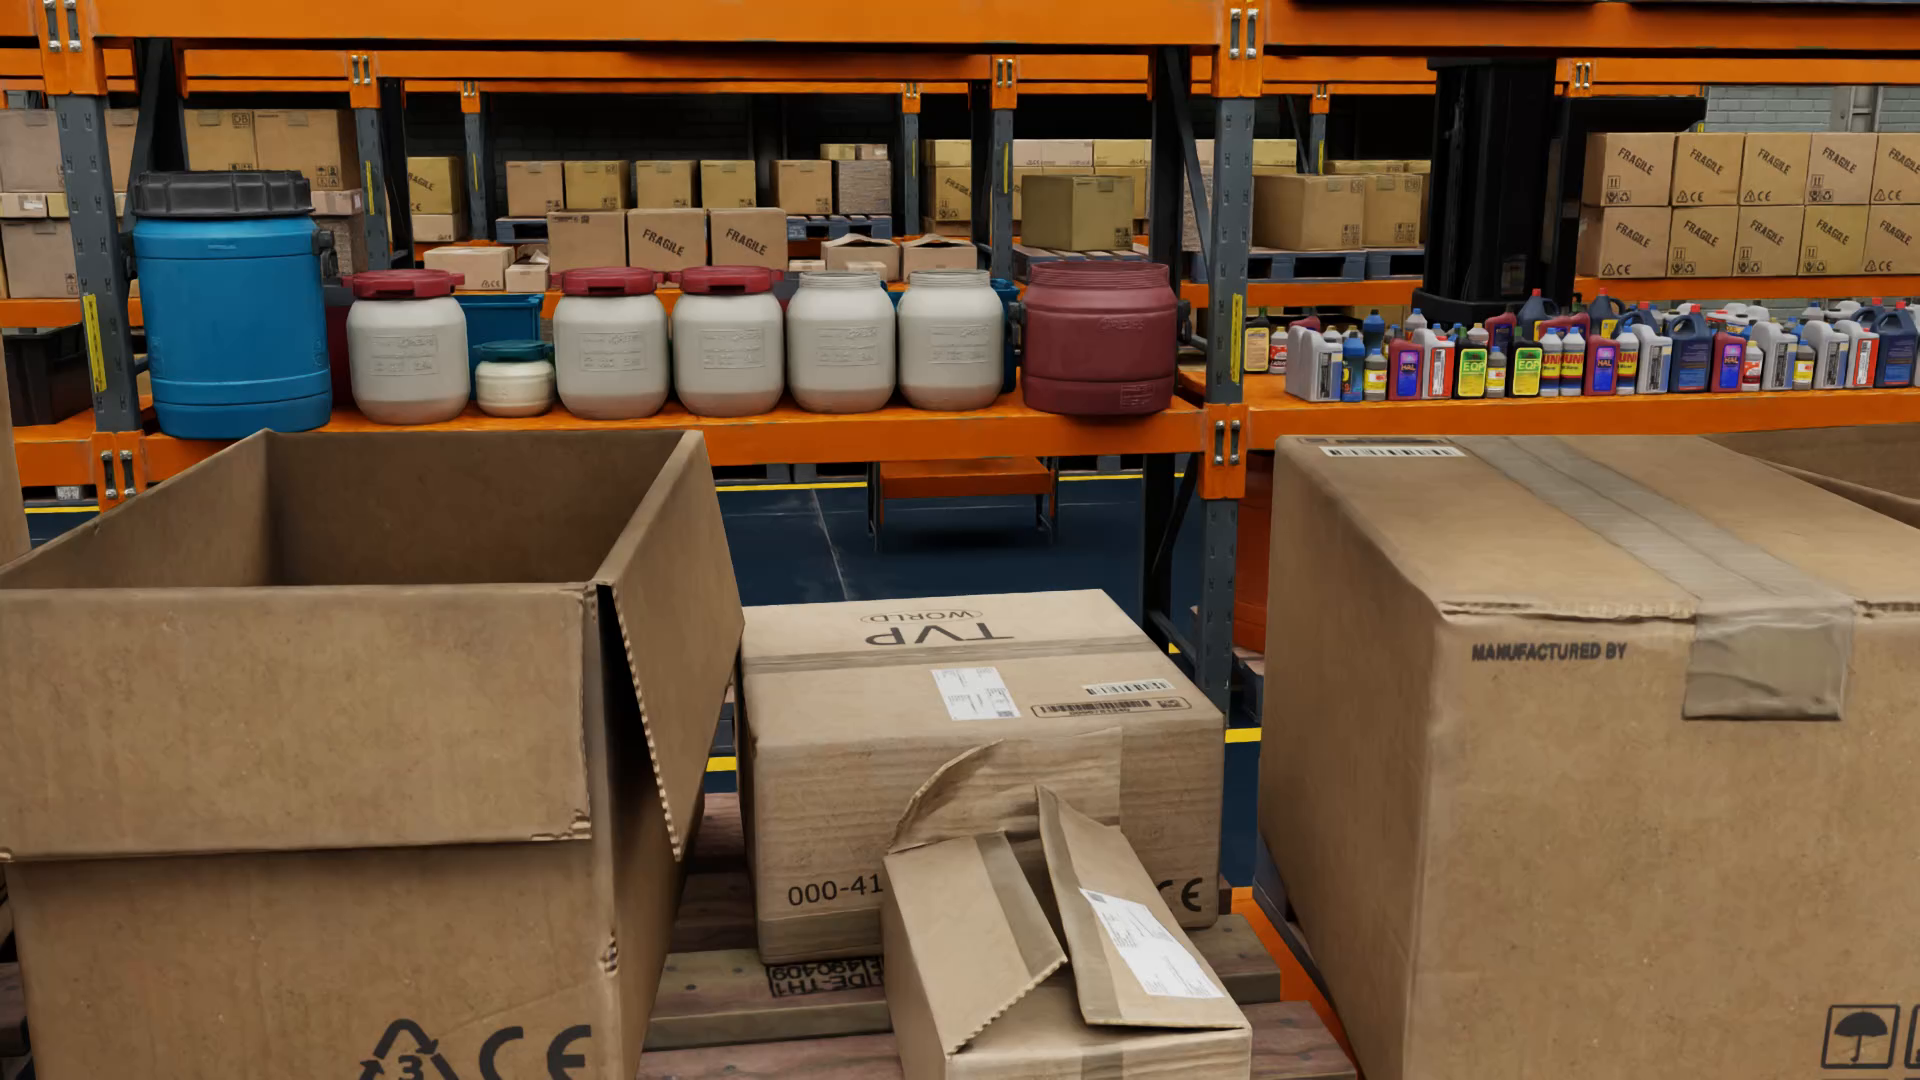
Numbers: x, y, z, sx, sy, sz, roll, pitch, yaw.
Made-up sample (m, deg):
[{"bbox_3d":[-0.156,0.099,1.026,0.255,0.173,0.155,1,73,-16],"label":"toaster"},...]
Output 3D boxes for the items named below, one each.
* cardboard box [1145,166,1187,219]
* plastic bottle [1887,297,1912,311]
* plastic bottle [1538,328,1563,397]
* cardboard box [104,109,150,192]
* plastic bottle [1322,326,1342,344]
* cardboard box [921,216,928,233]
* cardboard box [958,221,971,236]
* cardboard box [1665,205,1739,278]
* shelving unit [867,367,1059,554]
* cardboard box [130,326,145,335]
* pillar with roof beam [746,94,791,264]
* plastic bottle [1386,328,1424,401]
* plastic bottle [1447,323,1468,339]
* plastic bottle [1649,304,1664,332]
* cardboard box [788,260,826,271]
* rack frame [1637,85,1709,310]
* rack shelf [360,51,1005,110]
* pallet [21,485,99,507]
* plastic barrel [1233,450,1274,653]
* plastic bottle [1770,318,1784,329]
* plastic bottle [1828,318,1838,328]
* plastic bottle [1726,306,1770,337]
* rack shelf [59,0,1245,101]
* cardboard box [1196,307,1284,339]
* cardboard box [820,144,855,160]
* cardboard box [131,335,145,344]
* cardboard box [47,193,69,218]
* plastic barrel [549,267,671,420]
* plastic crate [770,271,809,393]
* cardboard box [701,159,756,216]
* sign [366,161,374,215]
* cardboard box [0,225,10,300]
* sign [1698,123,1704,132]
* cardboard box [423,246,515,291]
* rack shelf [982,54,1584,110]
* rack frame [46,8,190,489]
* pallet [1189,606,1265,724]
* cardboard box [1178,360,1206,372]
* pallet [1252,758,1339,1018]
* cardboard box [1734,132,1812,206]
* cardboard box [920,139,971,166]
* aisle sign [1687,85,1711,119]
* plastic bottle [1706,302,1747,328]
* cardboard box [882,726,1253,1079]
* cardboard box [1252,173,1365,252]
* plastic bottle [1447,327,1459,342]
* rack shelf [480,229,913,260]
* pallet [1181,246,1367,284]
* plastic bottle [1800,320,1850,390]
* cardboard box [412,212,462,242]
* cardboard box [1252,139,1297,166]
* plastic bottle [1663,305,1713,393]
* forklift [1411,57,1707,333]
[{"bbox_3d":[2.007,-3.427,16.361,0.500,0.500,0.500,-2,14,-8],"label":"cardboard box"},{"bbox_3d":[4.345,-0.983,7.717,0.133,0.283,0.061,-2,14,-8],"label":"plastic bottle"},{"bbox_3d":[2.360,-0.714,6.666,0.097,0.271,0.097,0,14,0],"label":"plastic bottle"},{"bbox_3d":[-5.175,-2.481,10.575,0.500,0.500,0.700,-2,14,-8],"label":"cardboard box"},{"bbox_3d":[1.629,-0.840,7.312,0.097,0.201,0.097,0,14,0],"label":"plastic bottle"},{"bbox_3d":[-0.245,-3.155,16.611,0.250,0.149,0.380,-2,14,-7],"label":"cardboard box"},{"bbox_3d":[0.082,-3.045,16.172,0.250,0.149,0.380,-2,14,-8],"label":"cardboard box"},{"bbox_3d":[5.219,-2.168,11.994,0.500,0.500,0.500,-2,14,-7],"label":"cardboard box"},{"bbox_3d":[0.007,-0.546,9.586,1.048,1.125,0.538,-2,14,-8],"label":"shelving unit"},{"bbox_3d":[-7.742,-1.816,15.421,0.500,0.311,0.500,-4,15,-15],"label":"cardboard box"},{"bbox_3d":[-1.302,-5.229,12.073,0.400,9.000,9.100,-2,14,-8],"label":"pillar with roof beam"},{"bbox_3d":[1.755,-0.693,6.558,0.133,0.283,0.061,-2,14,-8],"label":"plastic bottle"},{"bbox_3d":[2.206,-0.861,7.397,0.097,0.201,0.097,0,14,0],"label":"plastic bottle"},{"bbox_3d":[3.125,-0.928,7.522,0.097,0.271,0.097,0,14,0],"label":"plastic bottle"},{"bbox_3d":[-1.040,-1.821,11.332,0.250,0.149,0.380,-1,14,-4],"label":"cardboard box"},{"bbox_3d":[7.382,-3.484,17.446,0.127,3.000,1.000,-2,14,-8],"label":"rack frame"},{"bbox_3d":[-1.765,-3.036,10.973,4.000,0.370,1.077,-2,14,-8],"label":"rack shelf"},{"bbox_3d":[-5.744,-0.441,11.046,1.213,0.211,1.003,-2,14,-8],"label":"pallet"},{"bbox_3d":[1.428,0.016,7.088,0.708,0.830,0.600,-2,14,-8],"label":"plastic barrel"},{"bbox_3d":[3.715,-0.916,7.617,0.097,0.201,0.097,0,14,0],"label":"plastic bottle"},{"bbox_3d":[3.664,-0.799,7.006,0.097,0.271,0.097,0,14,0],"label":"plastic bottle"},{"bbox_3d":[3.495,-0.900,7.400,0.135,0.276,0.152,-2,14,-8],"label":"plastic bottle"},{"bbox_3d":[-1.030,-1.844,6.221,4.000,0.370,1.077,-2,14,-8],"label":"rack shelf"},{"bbox_3d":[2.803,-2.445,16.860,0.750,0.750,0.750,-2,14,-8],"label":"cardboard box"},{"bbox_3d":[-1.181,-3.735,16.006,0.250,0.149,0.380,-5,15,-18],"label":"cardboard box"},{"bbox_3d":[-5.730,-1.095,11.168,0.500,0.500,0.500,-2,14,-8],"label":"cardboard box"},{"bbox_3d":[-5.497,-2.103,10.402,0.250,0.149,0.380,-2,14,-6],"label":"cardboard box"},{"bbox_3d":[-1.304,-0.740,6.227,0.433,0.535,0.433,0,14,0],"label":"plastic barrel"},{"bbox_3d":[-0.696,-0.857,6.840,0.583,0.464,0.402,-2,14,-8],"label":"plastic crate"},{"bbox_3d":[-2.221,-3.386,15.945,0.500,0.500,0.700,-2,14,-8],"label":"cardboard box"},{"bbox_3d":[-3.658,-2.182,10.314,0.005,0.325,0.100,-2,14,-8],"label":"sign"},{"bbox_3d":[-6.224,-1.811,10.573,0.500,0.500,0.700,-2,14,-8],"label":"cardboard box"},{"bbox_3d":[7.449,-4.029,16.754,0.005,0.325,0.100,-2,14,-8],"label":"sign"},{"bbox_3d":[-3.262,-1.813,11.093,0.500,0.250,0.500,-1,14,-5],"label":"cardboard box"},{"bbox_3d":[2.191,-3.181,11.551,4.000,0.370,1.077,-2,14,-8],"label":"rack shelf"},{"bbox_3d":[-3.008,-0.666,6.210,0.127,3.000,1.000,-2,14,-8],"label":"rack frame"},{"bbox_3d":[1.721,0.503,7.281,1.213,0.211,1.003,-2,14,-8],"label":"pallet"},{"bbox_3d":[1.719,-0.988,11.730,0.500,0.500,0.500,-2,14,-9],"label":"cardboard box"},{"bbox_3d":[0.996,0.525,1.855,1.003,0.211,1.213,-2,14,-8],"label":"pallet"},{"bbox_3d":[5.695,-2.667,11.931,0.500,0.500,0.500,-3,14,-10],"label":"cardboard box"},{"bbox_3d":[-0.119,-3.839,16.462,0.500,0.250,0.500,-2,14,-7],"label":"cardboard box"},{"bbox_3d":[7.498,-4.675,16.852,0.004,0.787,0.394,-2,14,-8],"label":"aisle sign"},{"bbox_3d":[3.473,-0.937,7.546,0.135,0.276,0.152,-2,14,-8],"label":"plastic bottle"},{"bbox_3d":[0.076,0.368,1.503,0.258,0.266,0.396,-3,14,-10],"label":"cardboard box"},{"bbox_3d":[2.431,-2.321,11.740,0.500,0.500,0.700,-6,15,-23],"label":"cardboard box"},{"bbox_3d":[1.991,-0.715,6.672,0.097,0.271,0.097,0,14,0],"label":"plastic bottle"},{"bbox_3d":[-2.506,-2.772,16.089,4.000,0.370,1.077,-2,14,-8],"label":"rack shelf"},{"bbox_3d":[2.135,-1.981,11.848,1.213,0.211,1.003,-2,14,-8],"label":"pallet"},{"bbox_3d":[3.568,-0.767,6.869,0.135,0.276,0.152,-2,14,-8],"label":"plastic bottle"},{"bbox_3d":[-4.907,-2.896,15.369,0.500,0.250,0.500,-2,14,-8],"label":"cardboard box"},{"bbox_3d":[3.003,-3.826,16.413,0.500,0.250,0.500,-2,14,-7],"label":"cardboard box"},{"bbox_3d":[2.953,-0.780,6.766,0.185,0.351,0.144,-2,14,-8],"label":"plastic bottle"},{"bbox_3d":[3.513,-1.489,9.635,3.031,2.935,1.130,-1,14,-4],"label":"forklift"}]
